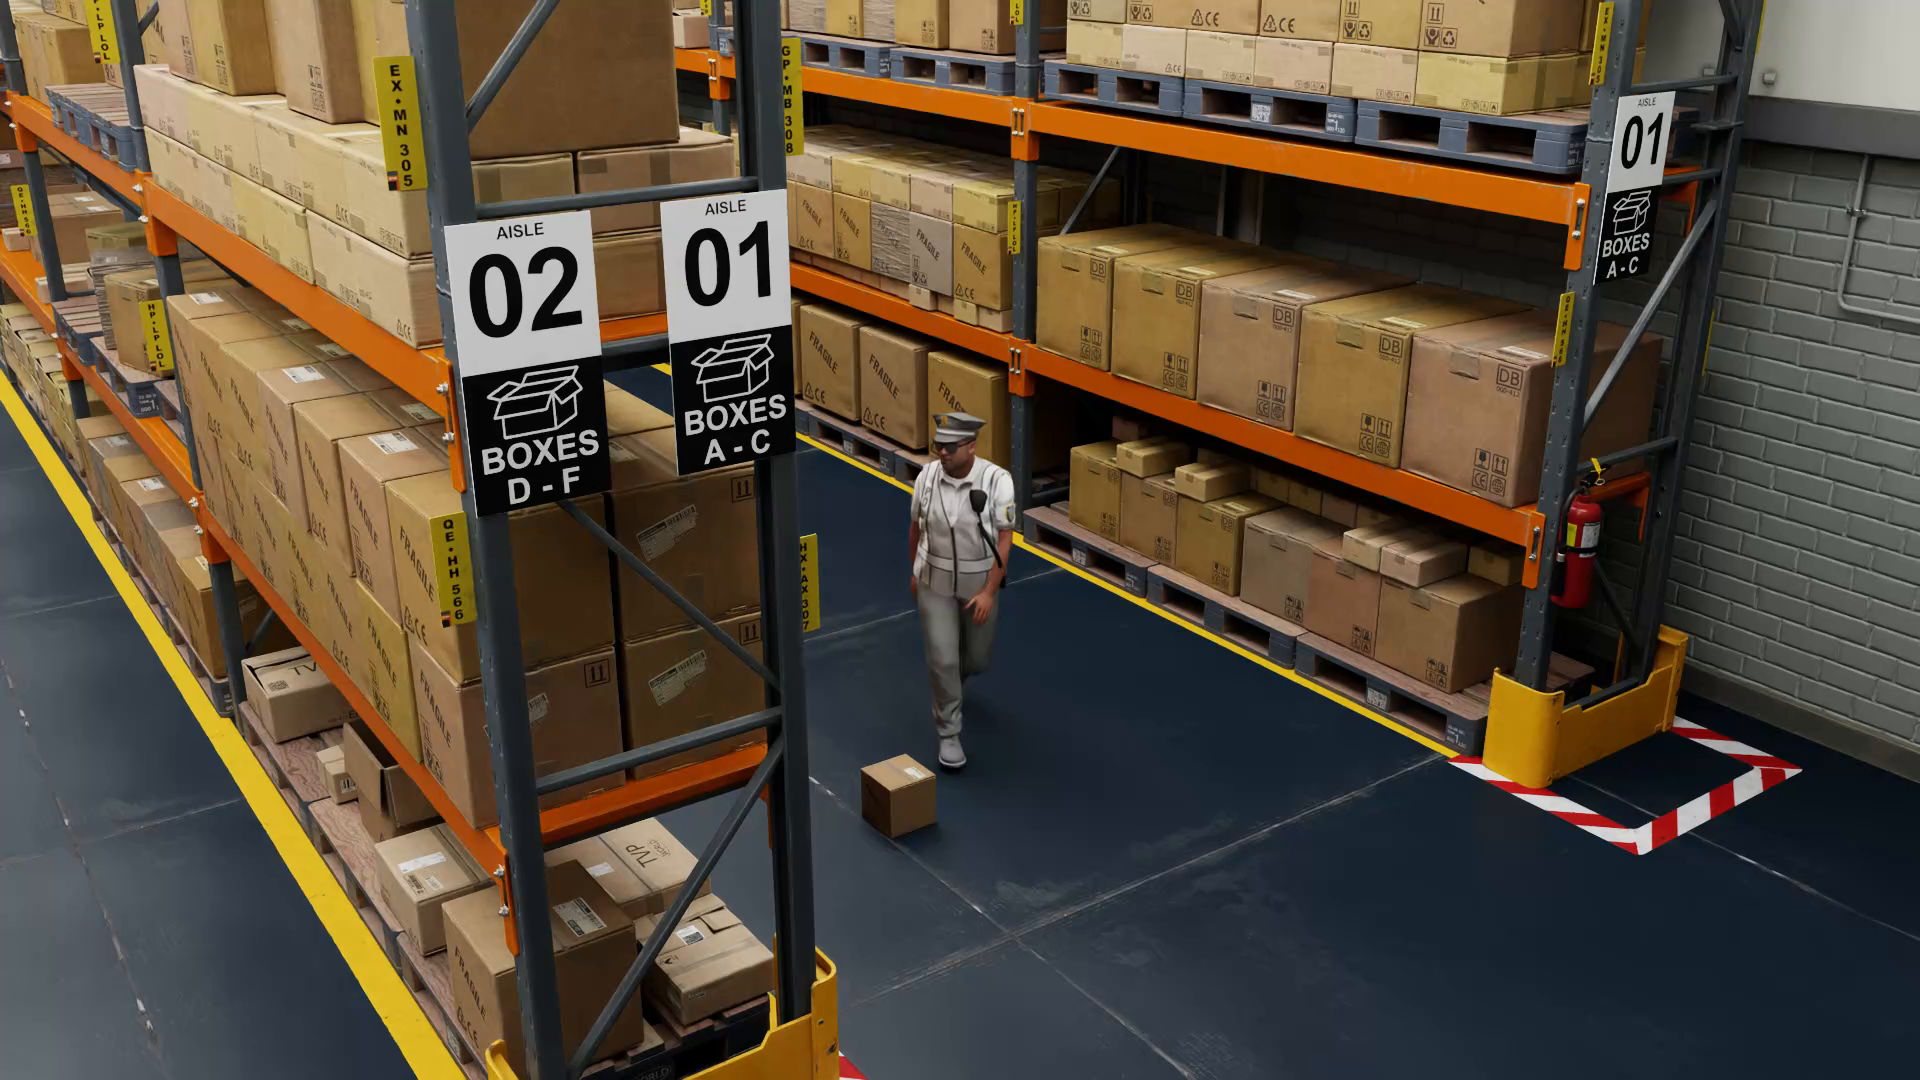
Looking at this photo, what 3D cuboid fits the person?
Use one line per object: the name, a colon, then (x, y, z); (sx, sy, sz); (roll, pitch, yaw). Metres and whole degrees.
person: (0.009, 0.166, 8.137); (0.529, 1.725, 0.844); (1, 21, 3)
